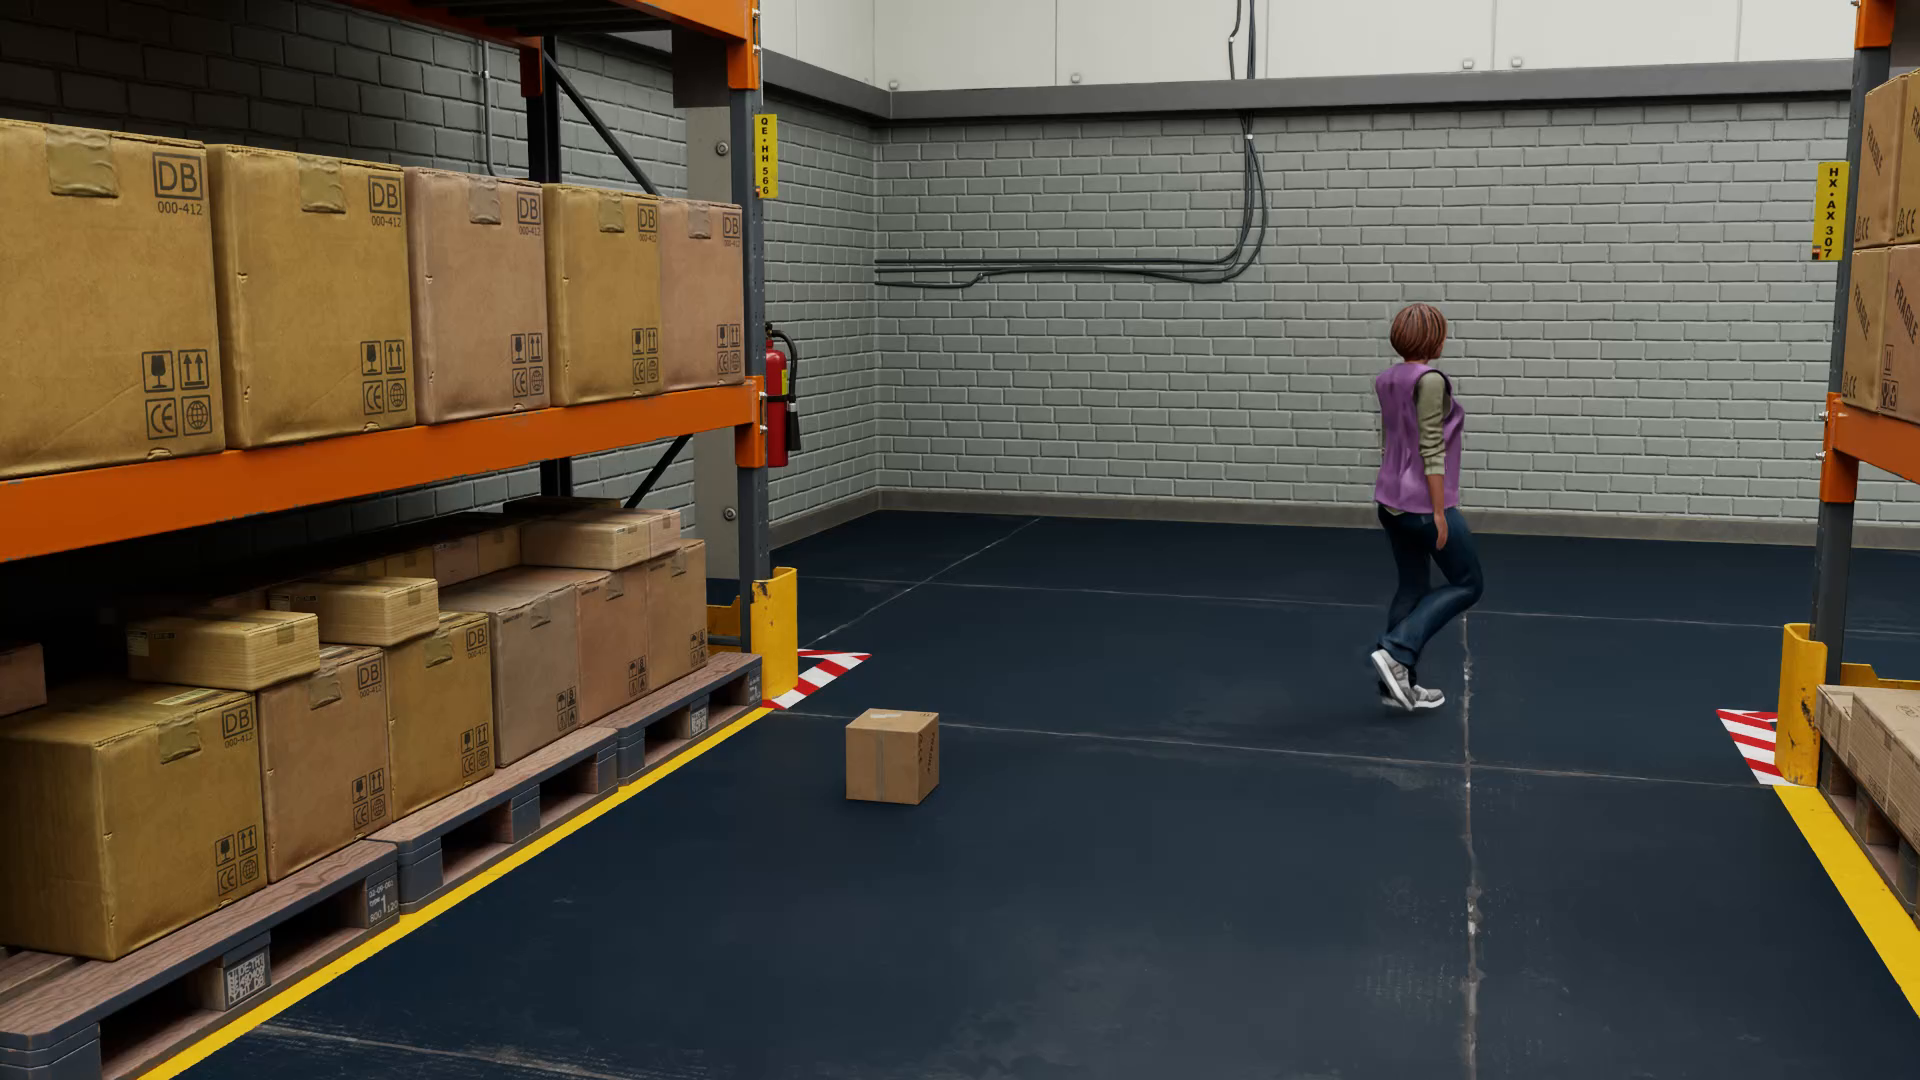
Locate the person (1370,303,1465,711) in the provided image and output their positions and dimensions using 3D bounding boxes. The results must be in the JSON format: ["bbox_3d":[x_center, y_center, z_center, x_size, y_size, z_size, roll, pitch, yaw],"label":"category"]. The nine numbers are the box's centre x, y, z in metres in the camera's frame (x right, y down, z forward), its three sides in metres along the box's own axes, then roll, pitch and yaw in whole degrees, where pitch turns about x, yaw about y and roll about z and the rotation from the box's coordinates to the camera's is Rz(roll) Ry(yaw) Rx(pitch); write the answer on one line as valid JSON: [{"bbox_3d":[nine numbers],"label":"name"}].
[{"bbox_3d":[1.758,-0.117,6.463,0.382,1.595,0.439,-2,9,-16],"label":"person"}]
